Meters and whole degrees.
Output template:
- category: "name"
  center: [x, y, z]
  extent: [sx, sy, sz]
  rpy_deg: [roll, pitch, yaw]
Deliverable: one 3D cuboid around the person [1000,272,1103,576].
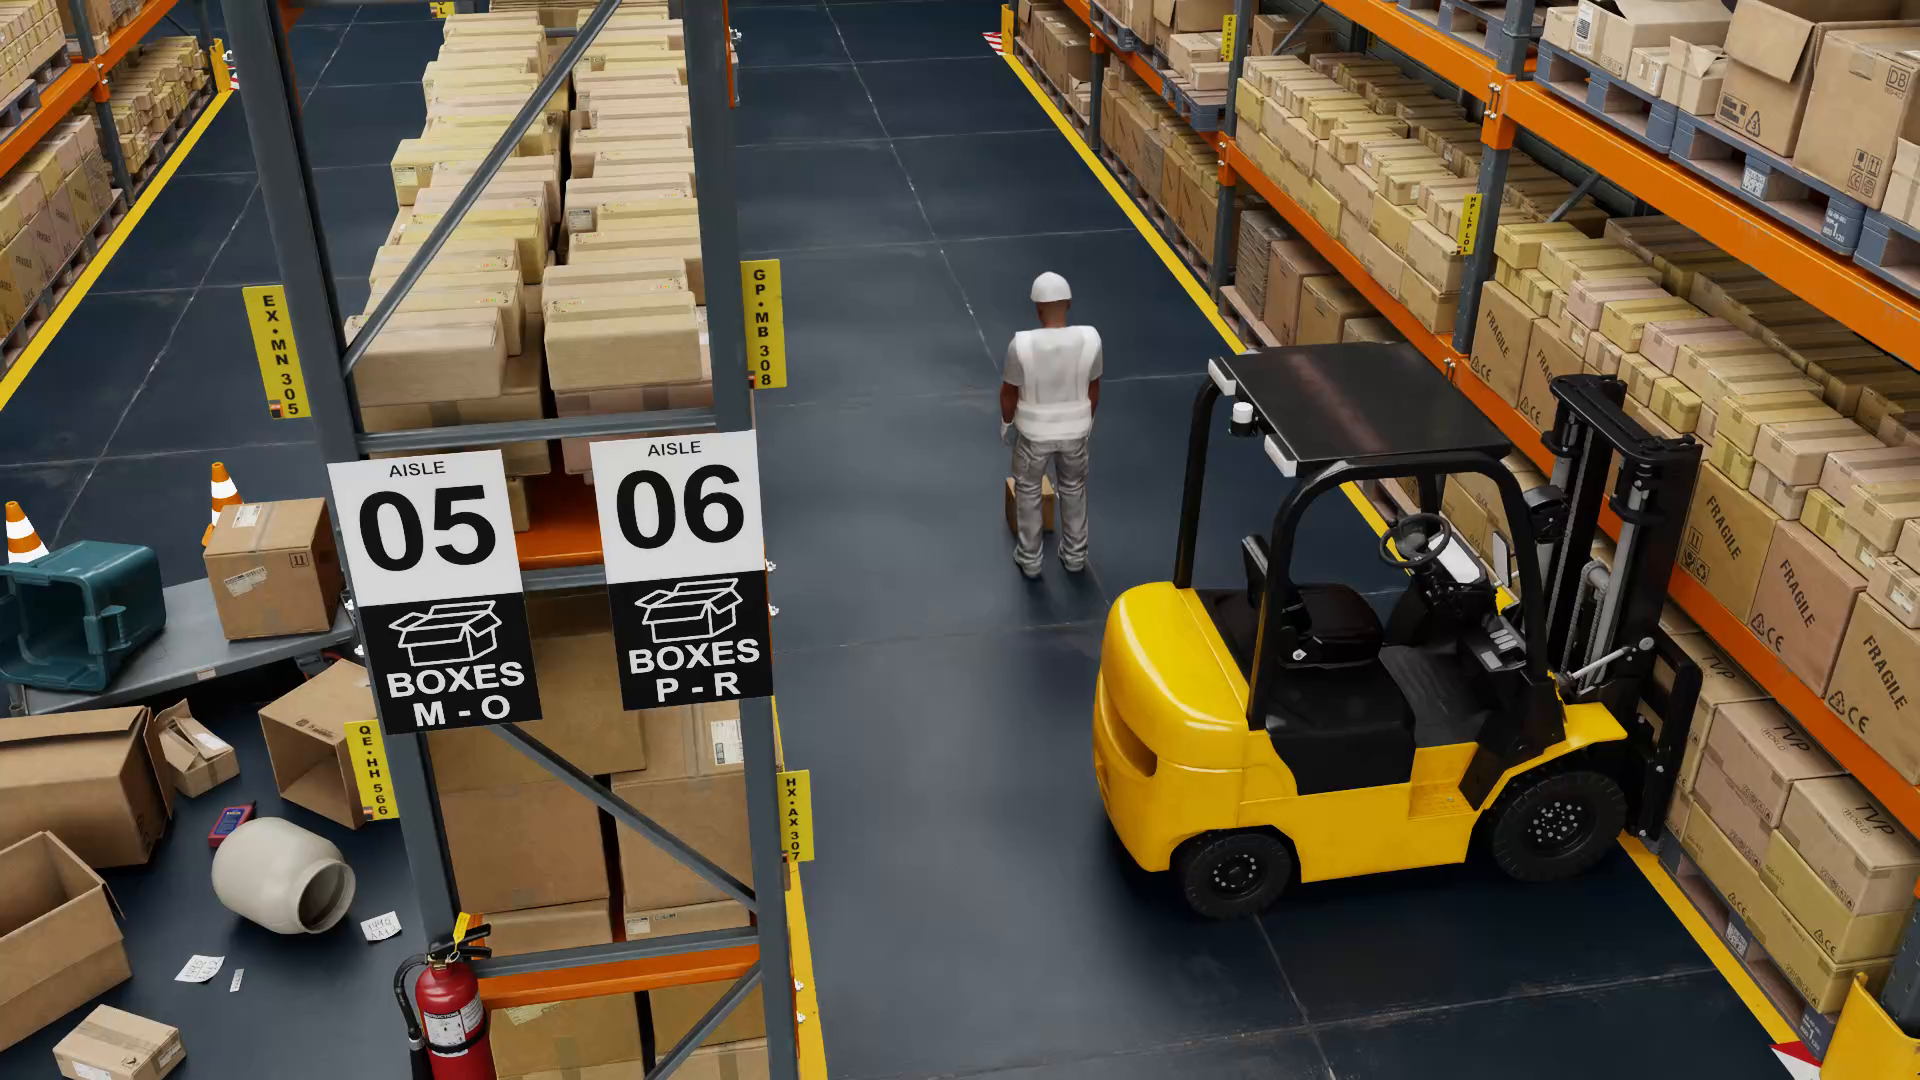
- category: "person"
  center: [0.492, -0.624, 9.195]
  extent: [0.553, 1.769, 0.373]
  rpy_deg: [-5, 31, -8]
